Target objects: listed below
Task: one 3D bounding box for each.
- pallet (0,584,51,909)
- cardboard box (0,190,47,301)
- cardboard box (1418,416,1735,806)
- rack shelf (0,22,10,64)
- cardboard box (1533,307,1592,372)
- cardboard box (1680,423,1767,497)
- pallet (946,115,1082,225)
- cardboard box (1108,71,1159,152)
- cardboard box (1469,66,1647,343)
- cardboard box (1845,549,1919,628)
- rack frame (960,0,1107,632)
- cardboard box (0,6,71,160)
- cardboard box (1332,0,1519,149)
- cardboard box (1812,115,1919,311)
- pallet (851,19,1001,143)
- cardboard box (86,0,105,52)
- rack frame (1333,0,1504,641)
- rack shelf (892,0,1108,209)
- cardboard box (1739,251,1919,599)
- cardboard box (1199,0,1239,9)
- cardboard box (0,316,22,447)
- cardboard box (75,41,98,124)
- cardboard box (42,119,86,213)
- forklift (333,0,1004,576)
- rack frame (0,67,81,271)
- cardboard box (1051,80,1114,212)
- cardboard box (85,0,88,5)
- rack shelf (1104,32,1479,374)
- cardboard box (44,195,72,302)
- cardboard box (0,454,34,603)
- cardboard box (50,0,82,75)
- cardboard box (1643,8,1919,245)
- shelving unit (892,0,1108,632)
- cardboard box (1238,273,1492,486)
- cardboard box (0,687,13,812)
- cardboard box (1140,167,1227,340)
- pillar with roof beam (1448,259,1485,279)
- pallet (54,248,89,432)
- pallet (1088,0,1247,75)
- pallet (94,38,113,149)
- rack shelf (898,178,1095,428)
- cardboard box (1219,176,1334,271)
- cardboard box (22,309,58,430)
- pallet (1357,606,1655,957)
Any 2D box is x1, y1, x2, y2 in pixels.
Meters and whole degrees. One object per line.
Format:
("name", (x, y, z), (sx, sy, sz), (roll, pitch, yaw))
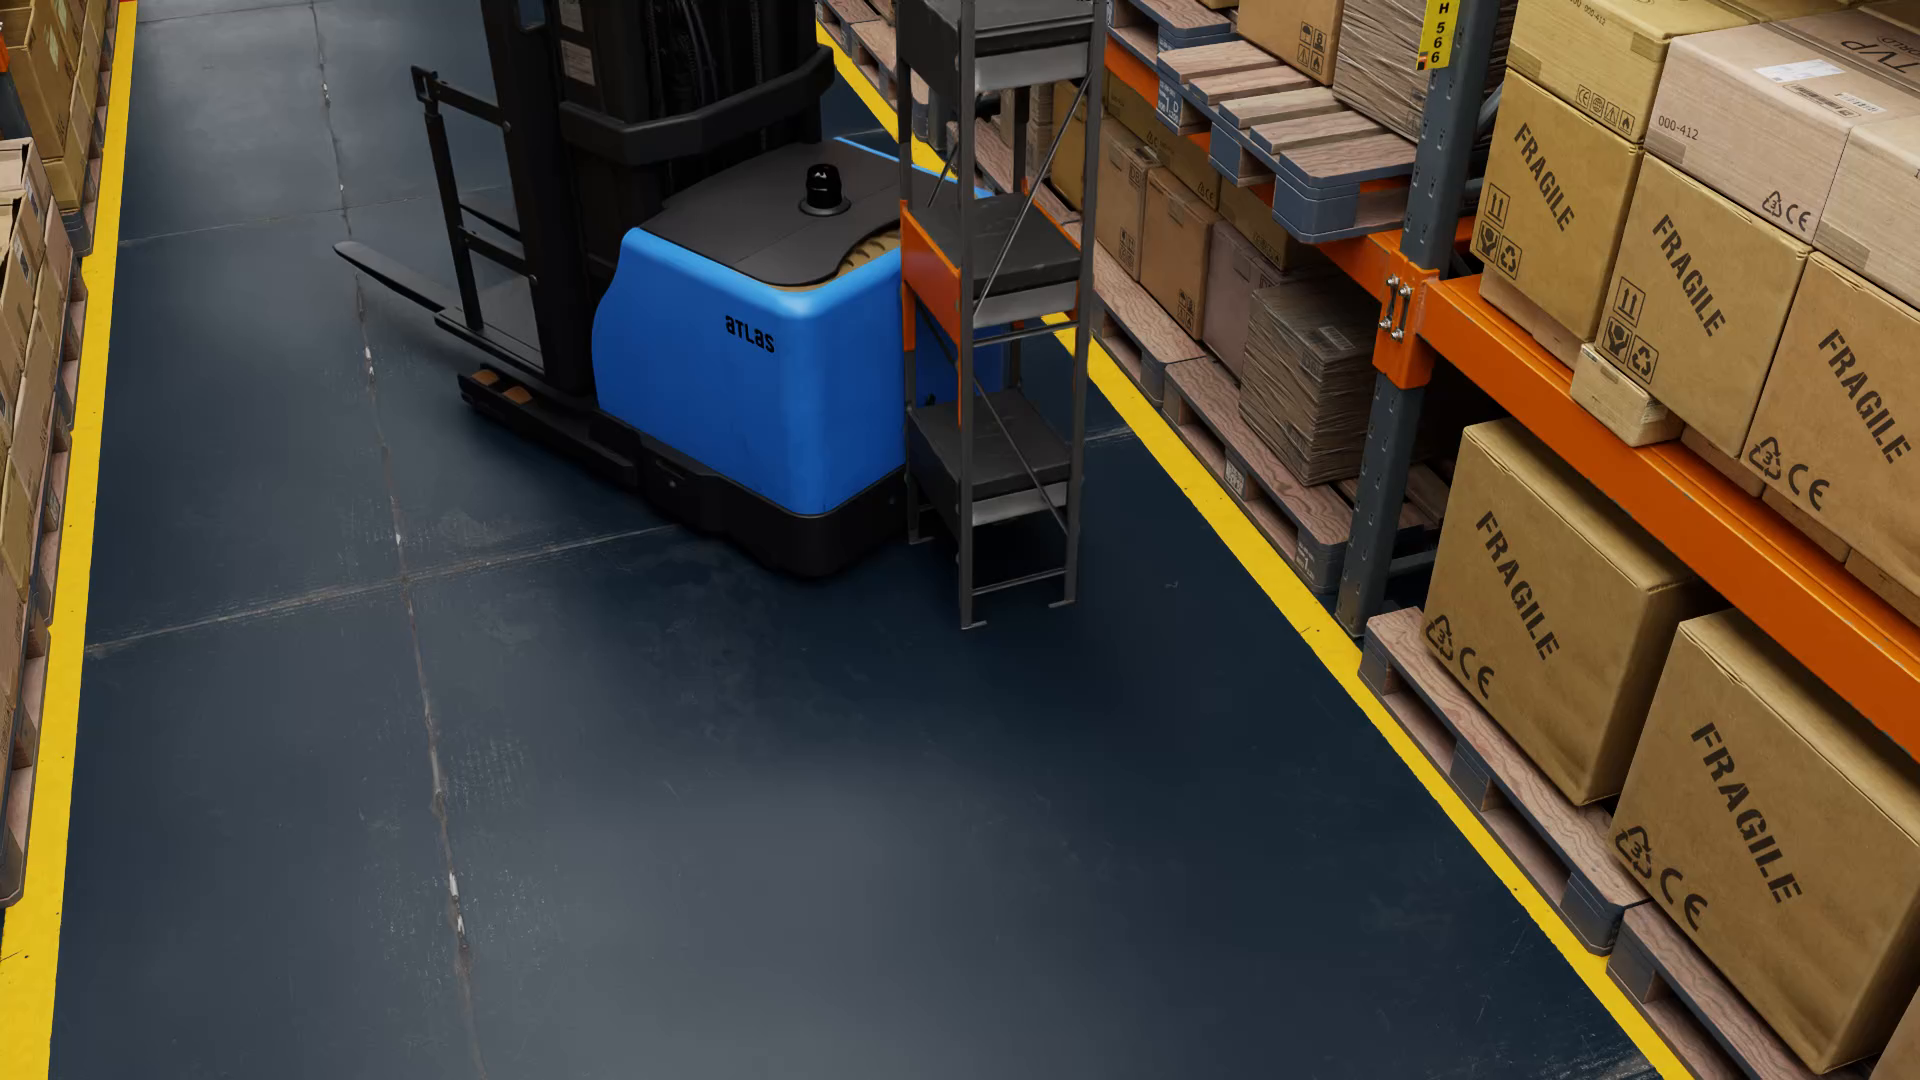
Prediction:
("pallet", (-3.190, 0.655, 4.705), (1.003, 0.211, 1.213), (-12, 39, -16))
("cardboard box", (-3.726, -1.077, 6.157), (0.500, 0.311, 0.500), (-11, 38, -15))
("cardboard box", (1.837, 0.120, 4.535), (0.750, 0.750, 0.750), (-13, 39, -17))
("rack shelf", (-5.008, -3.088, 7.954), (1.077, 0.370, 4.000), (-12, 39, -16))
("cardboard box", (1.681, -0.543, 4.170), (0.380, 0.149, 0.250), (-12, 39, -15))
("cardboard box", (1.895, -0.259, 3.793), (0.380, 0.149, 0.250), (-13, 39, -16))
("pallet", (0.600, -1.720, 7.858), (1.003, 0.211, 1.213), (-12, 39, -16))
("cardboard box", (0.937, -1.797, 6.731), (0.500, 0.250, 0.500), (-14, 39, -17))
("cardboard box", (1.634, -0.853, 4.042), (0.500, 0.500, 0.500), (-11, 38, -15))
("cardboard box", (2.072, 0.034, 3.404), (0.380, 0.149, 0.250), (-12, 39, -15))
("rack frame", (0.190, -0.591, 4.789), (0.400, 2.100, 0.015), (-13, 39, -17))
("cardboard box", (-4.185, -1.941, 7.147), (0.500, 0.500, 0.500), (-12, 39, -16))
("cardboard box", (1.536, -1.493, 4.790), (0.700, 0.500, 0.500), (-17, 40, -21))
("cardboard box", (1.982, -0.585, 3.063), (0.500, 0.250, 0.500), (-12, 39, -16))
("pallet", (0.066, -2.532, 8.935), (1.003, 0.211, 1.213), (-12, 39, -16))
("cardboard box", (-4.877, -2.771, 8.872), (0.500, 0.250, 0.500), (-12, 39, -16))
("rack frame", (1.707, -1.014, 4.603), (1.000, 3.000, 0.127), (-12, 39, -16))
("rack shelf", (0.100, -1.275, 4.557), (0.431, 0.518, 0.480), (-13, 39, -17))
("cardboard box", (1.975, -0.275, 3.275), (0.500, 0.500, 0.500), (-13, 39, -16))
("cardboard box", (1.086, -2.192, 5.718), (0.700, 0.500, 0.500), (-12, 39, -16))
("cardboard box", (-3.387, -0.510, 5.404), (0.500, 0.311, 0.500), (-13, 39, -17))
("cardboard box", (-4.529, -2.207, 8.123), (0.500, 0.250, 0.500), (-12, 39, -16))
("cardboard box", (-4.194, -1.640, 7.370), (0.500, 0.250, 0.500), (-12, 39, -16))
("forklift", (-1.284, -1.798, 5.701), (3.031, 2.935, 1.130), (27, 45, 31))
("rack frame", (-4.319, -2.246, 6.238), (1.000, 3.000, 0.127), (-12, 39, -16))
("cardboard box", (0.824, -1.757, 7.301), (0.700, 0.500, 0.500), (-13, 39, -17))
("cardboard box", (-4.874, -3.071, 8.647), (0.500, 0.500, 0.500), (-12, 39, -16))
("rack shelf", (1.019, -1.856, 6.319), (1.077, 0.370, 4.000), (-12, 39, -16))
("cardboard box", (-3.905, -1.141, 6.708), (0.500, 0.250, 0.500), (-13, 39, -16))
("cardboard box", (-3.206, 0.012, 5.178), (0.500, 0.250, 0.500), (-13, 39, -17))
("cardboard box", (-4.529, -2.506, 7.897), (0.500, 0.500, 0.500), (-12, 39, -16))
("cardboard box", (1.807, -0.867, 3.437), (0.500, 0.250, 0.500), (-13, 39, -17))
("shelving unit", (0.100, -0.727, 4.970), (0.431, 2.100, 0.503), (-13, 39, -17))
("cardboard box", (1.410, -0.587, 5.748), (0.700, 0.500, 0.500), (-12, 39, -15))
("cardboard box", (-2.847, 0.588, 4.413), (0.500, 0.250, 0.500), (-13, 39, -16))
("cardboard box", (1.144, -1.177, 6.531), (0.700, 0.500, 0.500), (-13, 39, -16))
("pillar with roof beam", (-1.970, -3.432, 2.827), (9.100, 9.000, 0.400), (-12, 39, -16))
("pallet", (-4.029, -0.724, 6.535), (1.003, 0.211, 1.213), (-12, 39, -16))
("pallet", (0.987, -2.047, 6.134), (1.003, 0.211, 1.213), (-12, 39, -16))
("pallet", (-4.977, -2.280, 8.601), (1.003, 0.211, 1.213), (-12, 39, -16))
("rack shelf", (0.100, -0.716, 4.978), (0.431, 0.518, 0.480), (-13, 39, -17))
("cardboard box", (1.273, -1.221, 5.967), (0.500, 0.250, 0.500), (-12, 39, -15))
("cardboard box", (-3.556, -0.566, 5.944), (0.500, 0.250, 0.500), (-12, 39, -15))
("pallet", (1.907, 0.561, 4.830), (1.003, 0.211, 1.213), (-12, 39, -16))
